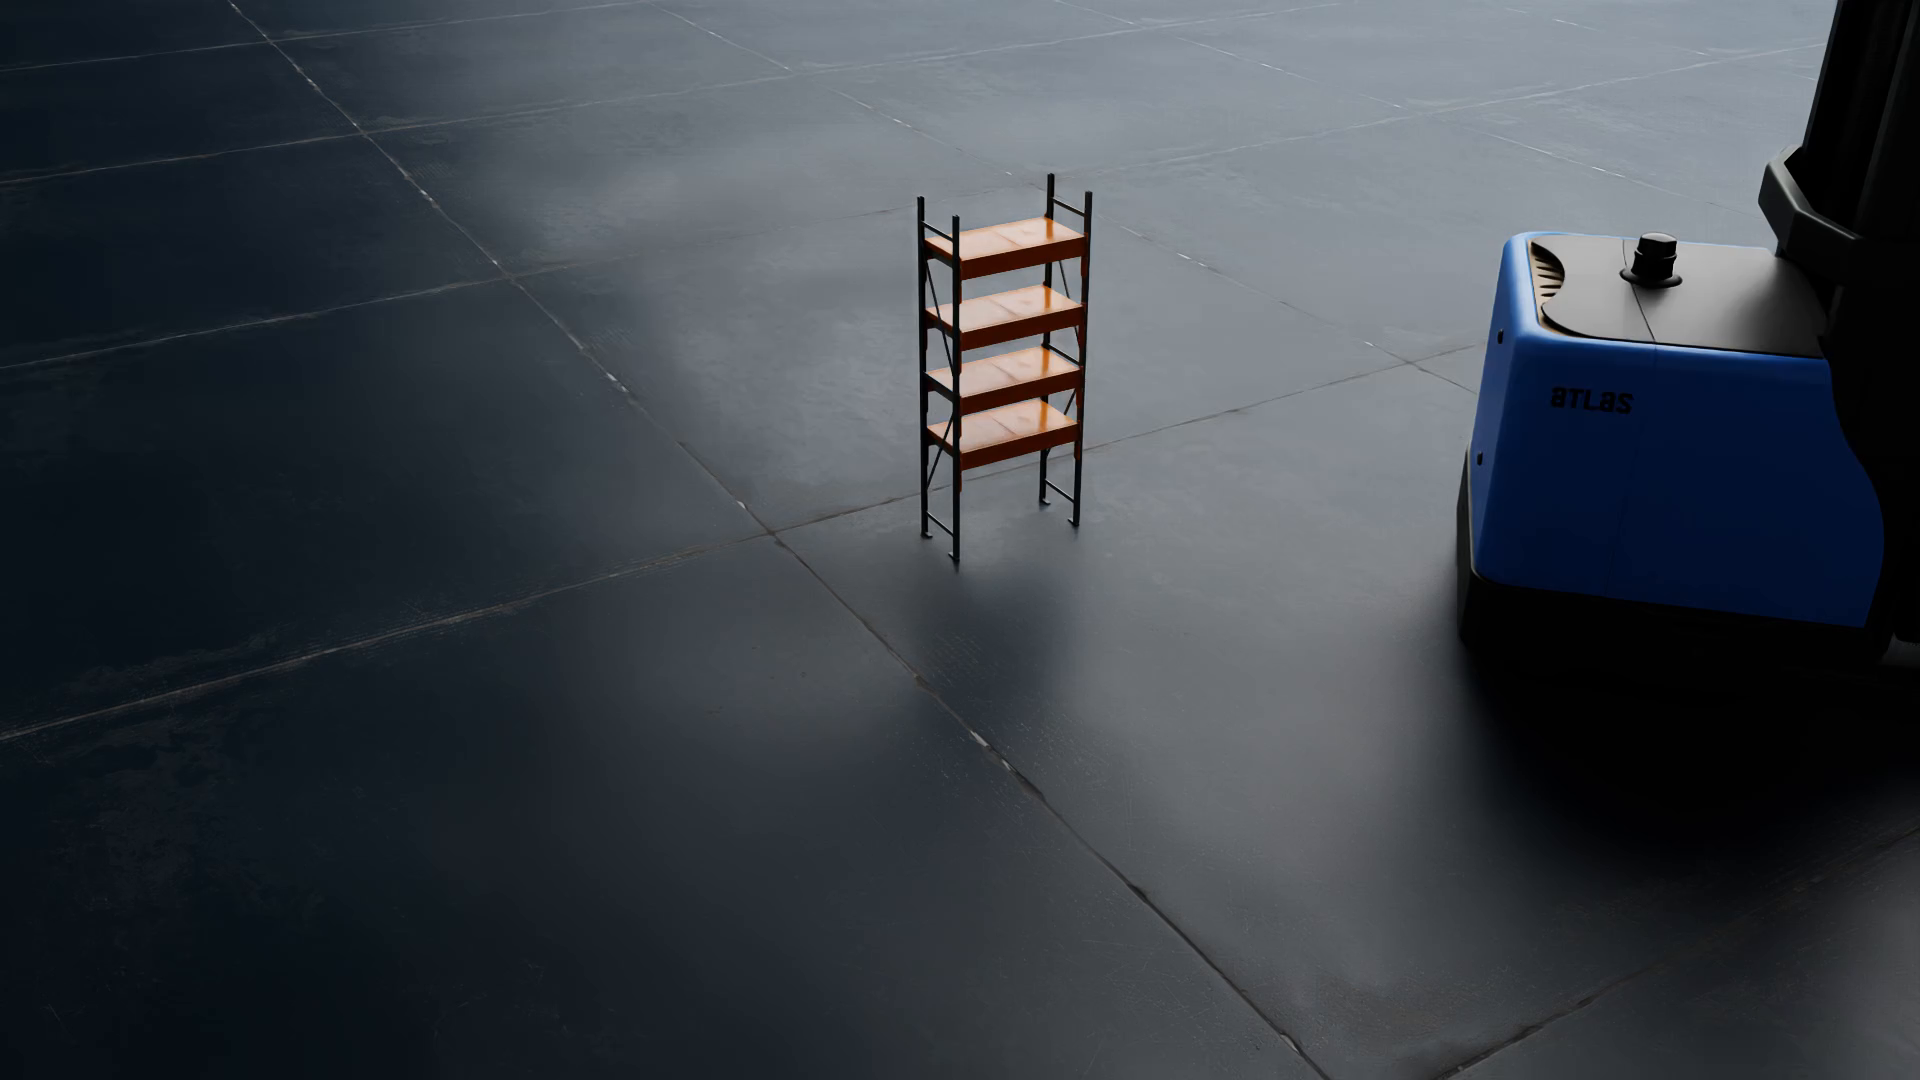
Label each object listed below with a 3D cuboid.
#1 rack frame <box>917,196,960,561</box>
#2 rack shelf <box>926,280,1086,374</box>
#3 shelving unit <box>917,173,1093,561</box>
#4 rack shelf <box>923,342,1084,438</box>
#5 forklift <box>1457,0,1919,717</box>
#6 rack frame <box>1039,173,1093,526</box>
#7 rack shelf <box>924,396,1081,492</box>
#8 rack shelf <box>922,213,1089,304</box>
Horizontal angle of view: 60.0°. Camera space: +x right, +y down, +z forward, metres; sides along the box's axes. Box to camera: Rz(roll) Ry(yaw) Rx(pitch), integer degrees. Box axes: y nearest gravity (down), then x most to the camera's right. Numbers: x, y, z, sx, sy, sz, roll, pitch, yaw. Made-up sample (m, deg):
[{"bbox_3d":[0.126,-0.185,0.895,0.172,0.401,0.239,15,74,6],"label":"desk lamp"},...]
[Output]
[{"bbox_3d":[-0.068,-0.506,5.425,0.015,1.200,0.240,-16,33,-26],"label":"rack frame"},{"bbox_3d":[0.143,-0.703,5.458,0.480,0.148,0.258,-16,33,-26],"label":"rack shelf"},{"bbox_3d":[0.143,-0.566,5.534,0.503,1.200,0.258,-16,33,-26],"label":"shelving unit"},{"bbox_3d":[0.143,-0.507,5.566,0.480,0.148,0.258,-16,33,-26],"label":"rack shelf"},{"bbox_3d":[3.096,-0.949,4.435,3.031,2.935,1.130,7,30,12],"label":"forklift"},{"bbox_3d":[0.353,-0.626,5.642,0.015,1.200,0.240,-16,33,-26],"label":"rack frame"},{"bbox_3d":[0.143,-0.333,5.662,0.480,0.148,0.258,-16,33,-26],"label":"rack shelf"},{"bbox_3d":[0.143,-0.910,5.344,0.480,0.148,0.258,-16,33,-26],"label":"rack shelf"}]
